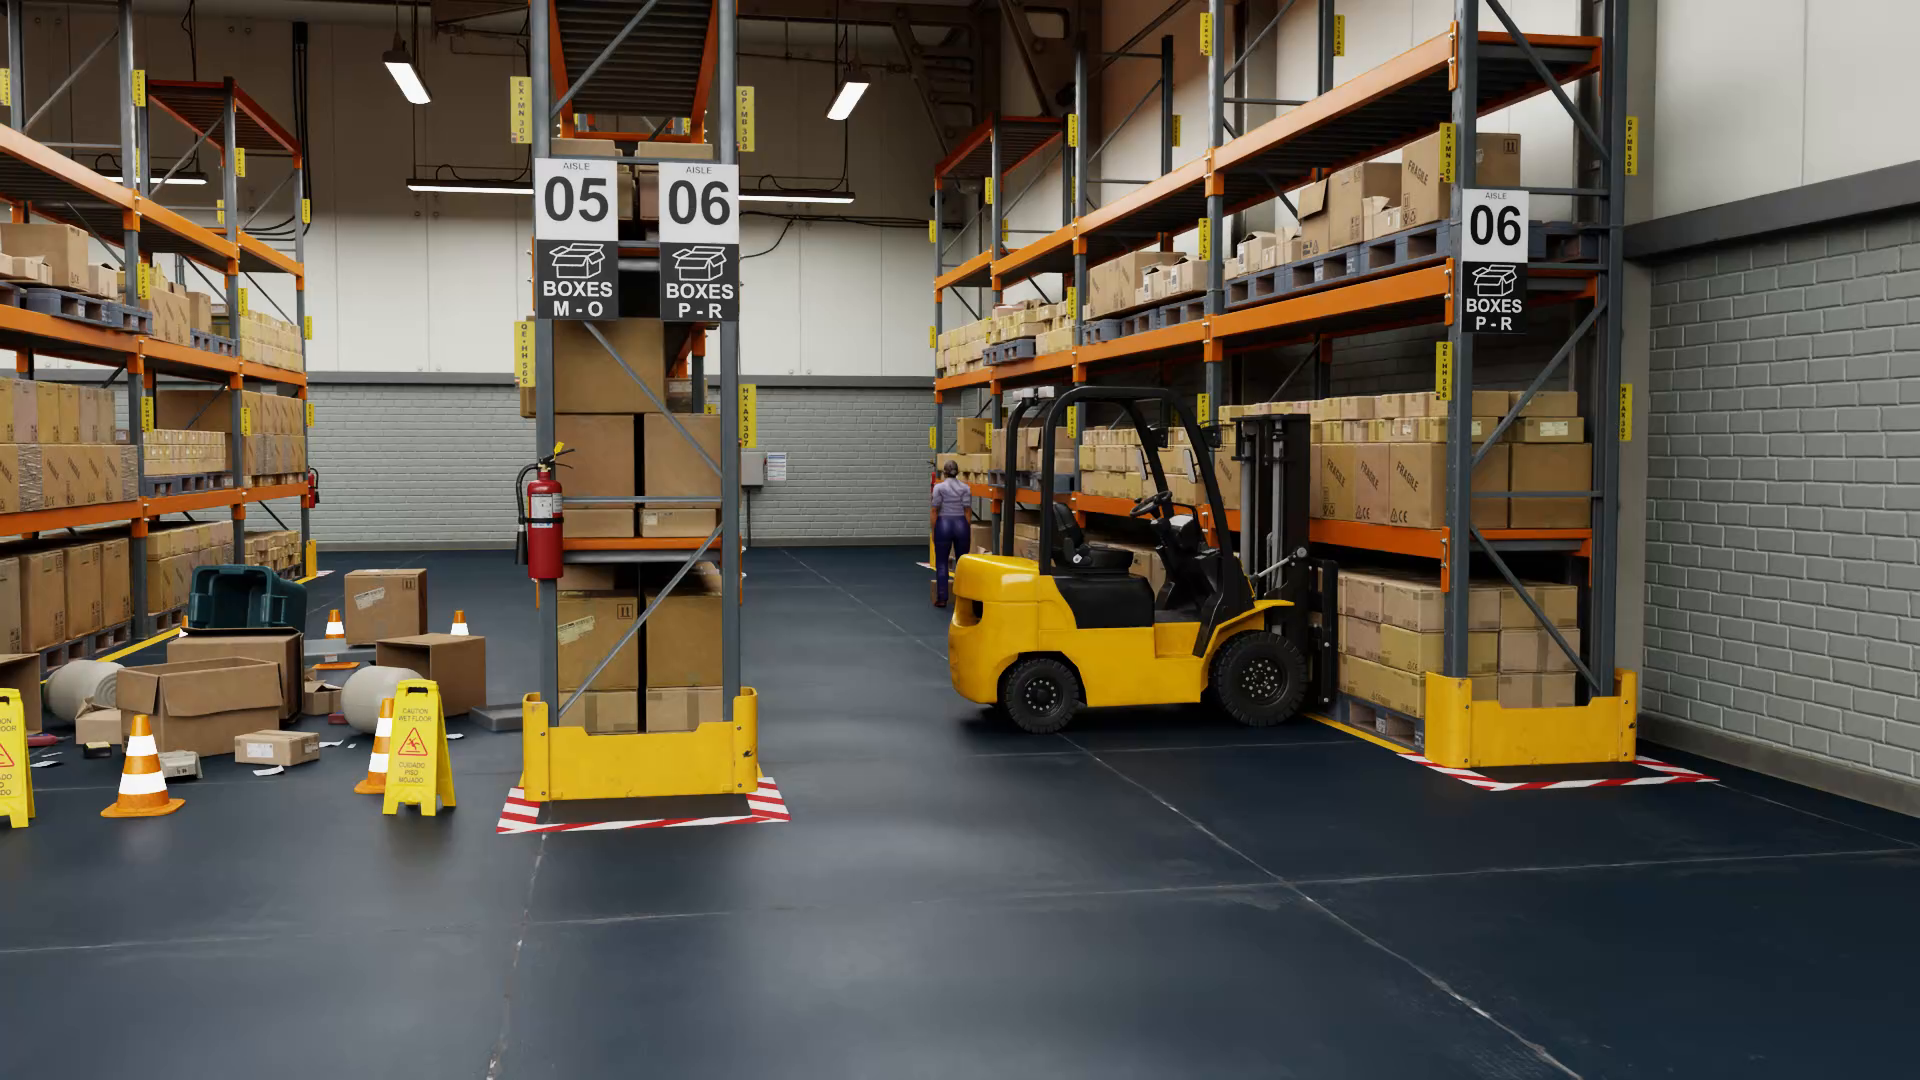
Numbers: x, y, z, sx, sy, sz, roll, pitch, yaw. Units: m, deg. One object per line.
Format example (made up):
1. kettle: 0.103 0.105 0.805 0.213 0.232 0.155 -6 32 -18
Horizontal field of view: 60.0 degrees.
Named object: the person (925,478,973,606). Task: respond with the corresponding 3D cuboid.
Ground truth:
1. person: -0.130 0.029 18.715 0.530 1.446 0.538 -1 3 -11
